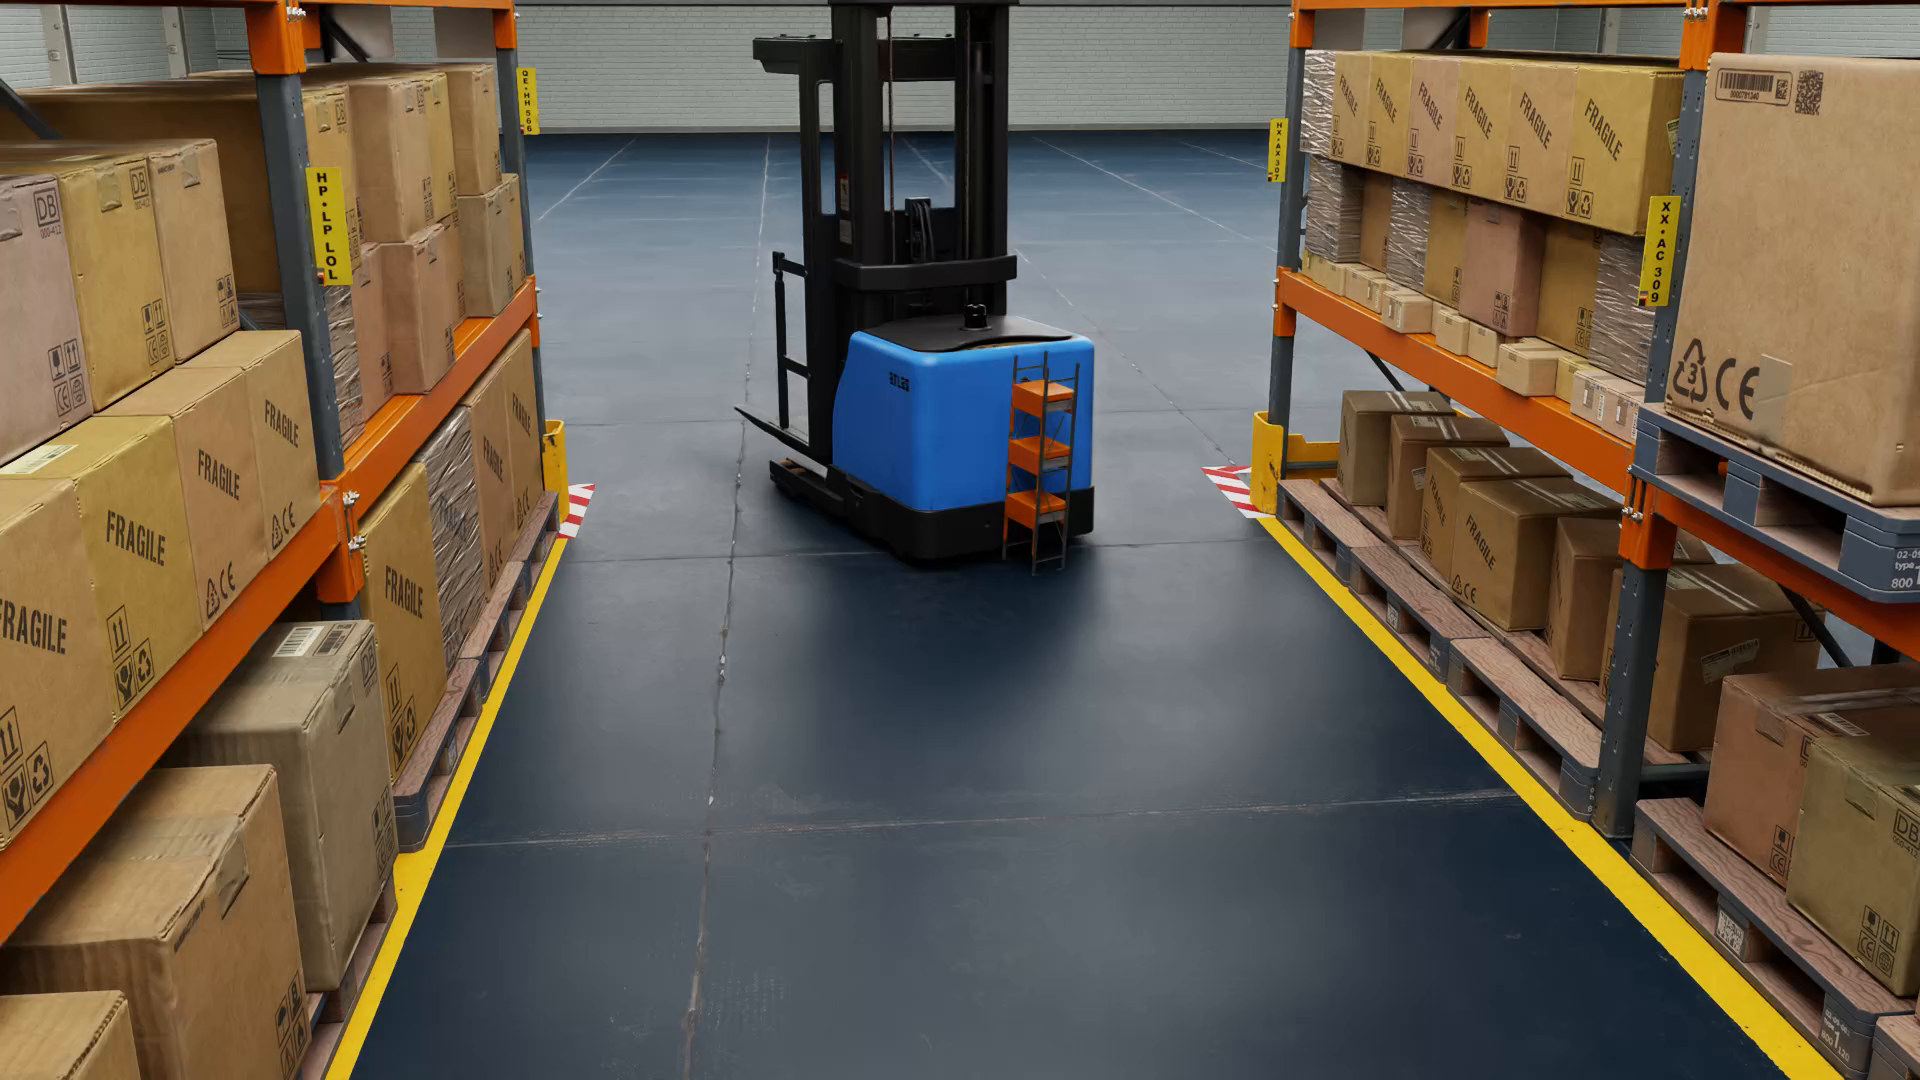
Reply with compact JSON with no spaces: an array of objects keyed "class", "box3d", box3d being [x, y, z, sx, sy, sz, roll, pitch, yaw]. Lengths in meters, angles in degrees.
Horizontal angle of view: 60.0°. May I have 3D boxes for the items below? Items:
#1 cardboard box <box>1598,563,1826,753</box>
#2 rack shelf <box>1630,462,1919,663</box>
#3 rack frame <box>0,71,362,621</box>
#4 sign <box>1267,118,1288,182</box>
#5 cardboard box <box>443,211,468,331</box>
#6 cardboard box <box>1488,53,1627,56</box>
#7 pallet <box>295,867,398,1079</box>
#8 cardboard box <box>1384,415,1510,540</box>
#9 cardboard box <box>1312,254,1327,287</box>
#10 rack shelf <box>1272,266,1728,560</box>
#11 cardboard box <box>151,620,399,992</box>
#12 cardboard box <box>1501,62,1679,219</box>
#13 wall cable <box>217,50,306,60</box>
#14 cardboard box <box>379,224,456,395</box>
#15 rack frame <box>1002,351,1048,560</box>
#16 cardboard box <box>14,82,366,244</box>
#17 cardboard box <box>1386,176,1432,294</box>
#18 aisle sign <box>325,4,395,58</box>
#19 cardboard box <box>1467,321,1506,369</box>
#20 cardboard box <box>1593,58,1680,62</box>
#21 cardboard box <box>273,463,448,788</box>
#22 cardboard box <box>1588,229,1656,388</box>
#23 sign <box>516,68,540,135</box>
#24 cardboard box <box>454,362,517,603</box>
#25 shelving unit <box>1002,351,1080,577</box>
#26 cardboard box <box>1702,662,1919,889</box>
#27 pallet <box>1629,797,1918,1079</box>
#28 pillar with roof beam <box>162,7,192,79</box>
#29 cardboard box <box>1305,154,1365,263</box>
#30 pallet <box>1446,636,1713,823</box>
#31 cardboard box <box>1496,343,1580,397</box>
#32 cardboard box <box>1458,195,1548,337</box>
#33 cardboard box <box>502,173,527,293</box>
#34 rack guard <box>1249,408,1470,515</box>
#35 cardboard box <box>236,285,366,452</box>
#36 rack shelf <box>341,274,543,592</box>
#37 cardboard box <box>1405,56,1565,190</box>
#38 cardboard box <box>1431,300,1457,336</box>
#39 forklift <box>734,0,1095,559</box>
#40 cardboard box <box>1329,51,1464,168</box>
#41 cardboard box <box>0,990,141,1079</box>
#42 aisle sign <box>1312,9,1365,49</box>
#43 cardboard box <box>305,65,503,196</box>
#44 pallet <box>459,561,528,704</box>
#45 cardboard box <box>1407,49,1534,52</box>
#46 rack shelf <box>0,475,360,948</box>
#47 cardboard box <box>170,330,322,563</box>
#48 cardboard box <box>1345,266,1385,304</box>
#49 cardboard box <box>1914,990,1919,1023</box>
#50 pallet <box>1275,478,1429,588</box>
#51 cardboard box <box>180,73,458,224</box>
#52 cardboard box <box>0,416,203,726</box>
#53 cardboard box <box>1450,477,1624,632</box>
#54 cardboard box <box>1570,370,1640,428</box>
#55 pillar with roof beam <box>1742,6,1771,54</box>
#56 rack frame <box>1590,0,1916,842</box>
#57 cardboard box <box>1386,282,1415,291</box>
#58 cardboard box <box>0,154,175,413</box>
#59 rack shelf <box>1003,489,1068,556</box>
[{"class":"cardboard box","box3d":[2.630,0.404,5.854,0.500,0.500,0.500,-2,18,-7]},{"class":"rack shelf","box3d":[2.838,0.471,3.369,1.077,0.370,4.000,-2,18,-6]},{"class":"rack frame","box3d":[-2.312,-0.345,4.767,1.000,3.000,0.127,-2,18,-6]},{"class":"sign","box3d":[1.679,-2.056,8.772,0.100,0.325,0.005,-2,18,-6]},{"class":"cardboard box","box3d":[-2.630,-1.165,7.129,0.875,0.550,0.550,-2,18,-6]},{"class":"cardboard box","box3d":[2.628,-1.872,7.300,0.500,0.500,0.500,-2,18,-6]},{"class":"pallet","box3d":[-2.158,1.213,4.460,1.003,0.211,1.213,-2,18,-6]},{"class":"cardboard box","box3d":[2.363,-0.304,8.109,0.500,0.500,0.500,3,18,9]},{"class":"cardboard box","box3d":[2.018,-1.372,8.460,0.380,0.149,0.250,-2,18,-6]},{"class":"rack shelf","box3d":[2.425,-0.720,7.165,1.077,0.370,4.000,-2,18,-6]},{"class":"cardboard box","box3d":[-2.159,0.710,4.461,1.050,0.750,0.750,-2,18,-6]},{"class":"cardboard box","box3d":[2.259,-1.409,5.824,0.500,0.500,0.500,-2,18,-6]},{"class":"wall cable","box3d":[-15.482,-12.201,37.701,3.097,2.526,0.112,-2,18,-6]},{"class":"cardboard box","box3d":[-2.380,-0.853,6.137,0.875,0.550,0.550,-2,18,-6]},{"class":"rack frame","box3d":[0.316,-0.407,8.158,0.200,1.050,0.008,-12,26,-33]},{"class":"cardboard box","box3d":[-2.489,-1.203,5.447,0.875,0.550,0.550,-2,18,-6]},{"class":"cardboard box","box3d":[2.428,-1.389,7.430,0.875,0.500,0.500,-2,18,-6]},{"class":"aisle sign","box3d":[-3.031,-2.789,8.211,0.394,0.787,0.004,-2,18,-6]},{"class":"cardboard box","box3d":[2.237,-0.777,6.563,0.380,0.149,0.250,-2,18,-6]},{"class":"cardboard box","box3d":[2.734,-1.574,6.351,0.500,0.500,0.500,-2,18,-6]},{"class":"cardboard box","box3d":[-2.308,0.279,5.626,0.875,0.875,0.875,-2,17,-5]},{"class":"cardboard box","box3d":[2.647,-0.793,5.533,0.875,0.500,0.500,-2,18,-6]},{"class":"sign","box3d":[-2.184,-2.214,8.394,0.100,0.325,0.005,-2,18,-6]},{"class":"cardboard box","box3d":[-2.496,-0.261,7.347,0.875,0.875,0.875,-2,18,-7]},{"class":"shelving unit","box3d":[0.386,-0.368,8.066,0.215,1.050,0.252,-12,26,-33]},{"class":"cardboard box","box3d":[2.674,0.699,4.883,0.700,0.500,0.500,-3,18,-10]},{"class":"pallet","box3d":[2.713,1.095,4.838,1.003,0.211,1.213,-2,18,-6]},{"class":"pillar with roof beam","box3d":[-12.212,-12.897,34.734,9.100,9.000,0.400,-2,18,-6]},{"class":"cardboard box","box3d":[2.249,-1.684,8.371,0.875,0.500,0.500,-2,18,-6]},{"class":"pallet","box3d":[2.527,0.664,6.211,1.003,0.211,1.213,-2,18,-6]},{"class":"cardboard box","box3d":[2.198,-0.625,6.080,0.380,0.149,0.250,-2,18,-6]},{"class":"cardboard box","box3d":[2.478,-1.089,6.475,0.875,0.500,0.500,-2,18,-6]},{"class":"cardboard box","box3d":[-2.642,-1.499,8.193,0.875,0.550,0.550,-2,18,-6]},{"class":"rack guard","box3d":[2.227,-0.444,9.258,1.175,0.500,0.348,-2,18,-6]},{"class":"cardboard box","box3d":[-2.362,-0.526,5.094,0.875,0.550,0.550,-2,18,-6]},{"class":"rack shelf","box3d":[-2.519,-0.597,6.773,1.077,0.370,4.000,-2,18,-6]},{"class":"cardboard box","box3d":[2.160,-1.707,6.774,0.500,0.500,0.500,-2,18,-6]},{"class":"cardboard box","box3d":[2.227,-0.927,7.042,0.380,0.149,0.250,-2,18,-6]},{"class":"forklift","box3d":[-0.445,-1.699,9.197,1.130,2.935,3.031,-9,20,-27]},{"class":"cardboard box","box3d":[2.049,-2.005,7.722,0.500,0.500,0.500,-2,18,-6]},{"class":"cardboard box","box3d":[-1.967,1.275,2.661,1.050,0.750,0.750,-2,17,-5]},{"class":"aisle sign","box3d":[1.914,-2.909,8.595,0.394,0.787,0.004,-2,18,-6]},{"class":"cardboard box","box3d":[-2.577,-1.850,7.510,0.875,0.550,0.550,-2,18,-6]},{"class":"pallet","box3d":[-2.442,0.393,7.075,1.003,0.211,1.213,-2,18,-6]},{"class":"cardboard box","box3d":[2.522,-2.170,8.248,0.500,0.500,0.500,-2,18,-6]},{"class":"rack shelf","box3d":[-2.106,0.594,2.977,1.077,0.370,4.000,-2,18,-6]},{"class":"cardboard box","box3d":[-1.993,-0.245,4.283,0.500,0.500,0.500,-2,18,-6]},{"class":"cardboard box","box3d":[2.075,-1.224,7.986,0.380,0.149,0.250,-2,18,-6]},{"class":"cardboard box","box3d":[2.762,1.008,3.898,0.700,0.500,0.500,-3,18,-10]},{"class":"pallet","box3d":[2.276,-0.063,8.526,1.003,0.211,1.213,-2,18,-6]},{"class":"cardboard box","box3d":[-2.470,-1.525,6.475,0.875,0.550,0.500,-2,18,-6]},{"class":"cardboard box","box3d":[-1.888,0.056,3.324,0.500,0.500,0.500,-2,17,-5]},{"class":"cardboard box","box3d":[2.421,0.051,6.979,0.500,0.500,0.500,-3,18,-11]},{"class":"cardboard box","box3d":[2.301,-0.478,5.610,0.380,0.149,0.250,-2,18,-6]},{"class":"pillar with roof beam","box3d":[11.175,-11.816,31.292,9.100,9.000,0.400,-2,18,-6]},{"class":"rack frame","box3d":[2.632,-0.468,5.159,1.000,3.000,0.127,-2,18,-6]},{"class":"cardboard box","box3d":[2.147,-1.075,7.513,0.380,0.149,0.250,-2,18,-6]},{"class":"cardboard box","box3d":[-2.200,-0.568,3.644,0.700,0.500,0.500,-2,18,-7]},{"class":"rack shelf","box3d":[0.373,-0.099,8.170,0.215,0.259,0.240,-12,26,-33]}]
